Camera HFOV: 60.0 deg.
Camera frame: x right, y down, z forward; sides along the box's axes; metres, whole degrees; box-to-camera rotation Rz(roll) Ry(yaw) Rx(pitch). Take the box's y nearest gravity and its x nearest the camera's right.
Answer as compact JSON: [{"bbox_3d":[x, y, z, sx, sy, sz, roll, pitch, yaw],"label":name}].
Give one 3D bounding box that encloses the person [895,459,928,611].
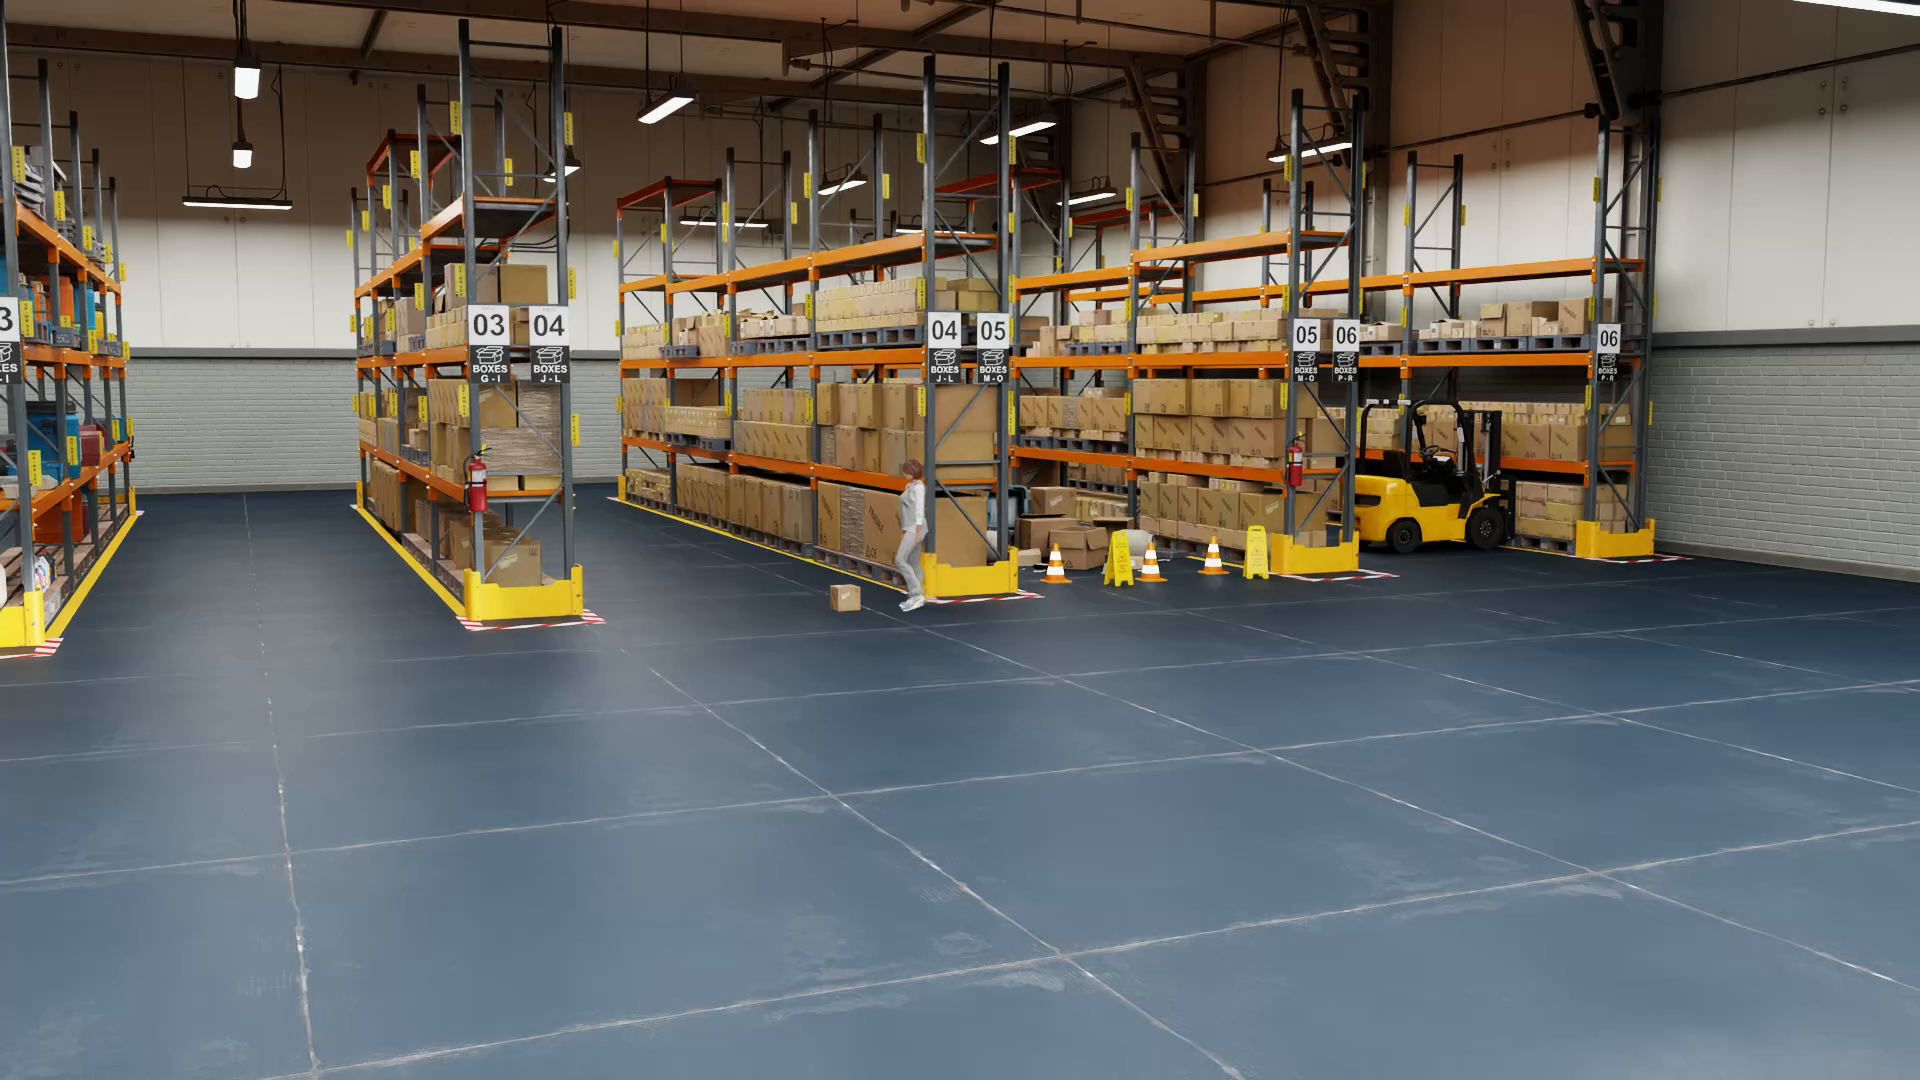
[{"bbox_3d":[-0.525,-0.060,17.801,0.372,1.611,0.423,-1,6,-8],"label":"person"}]
